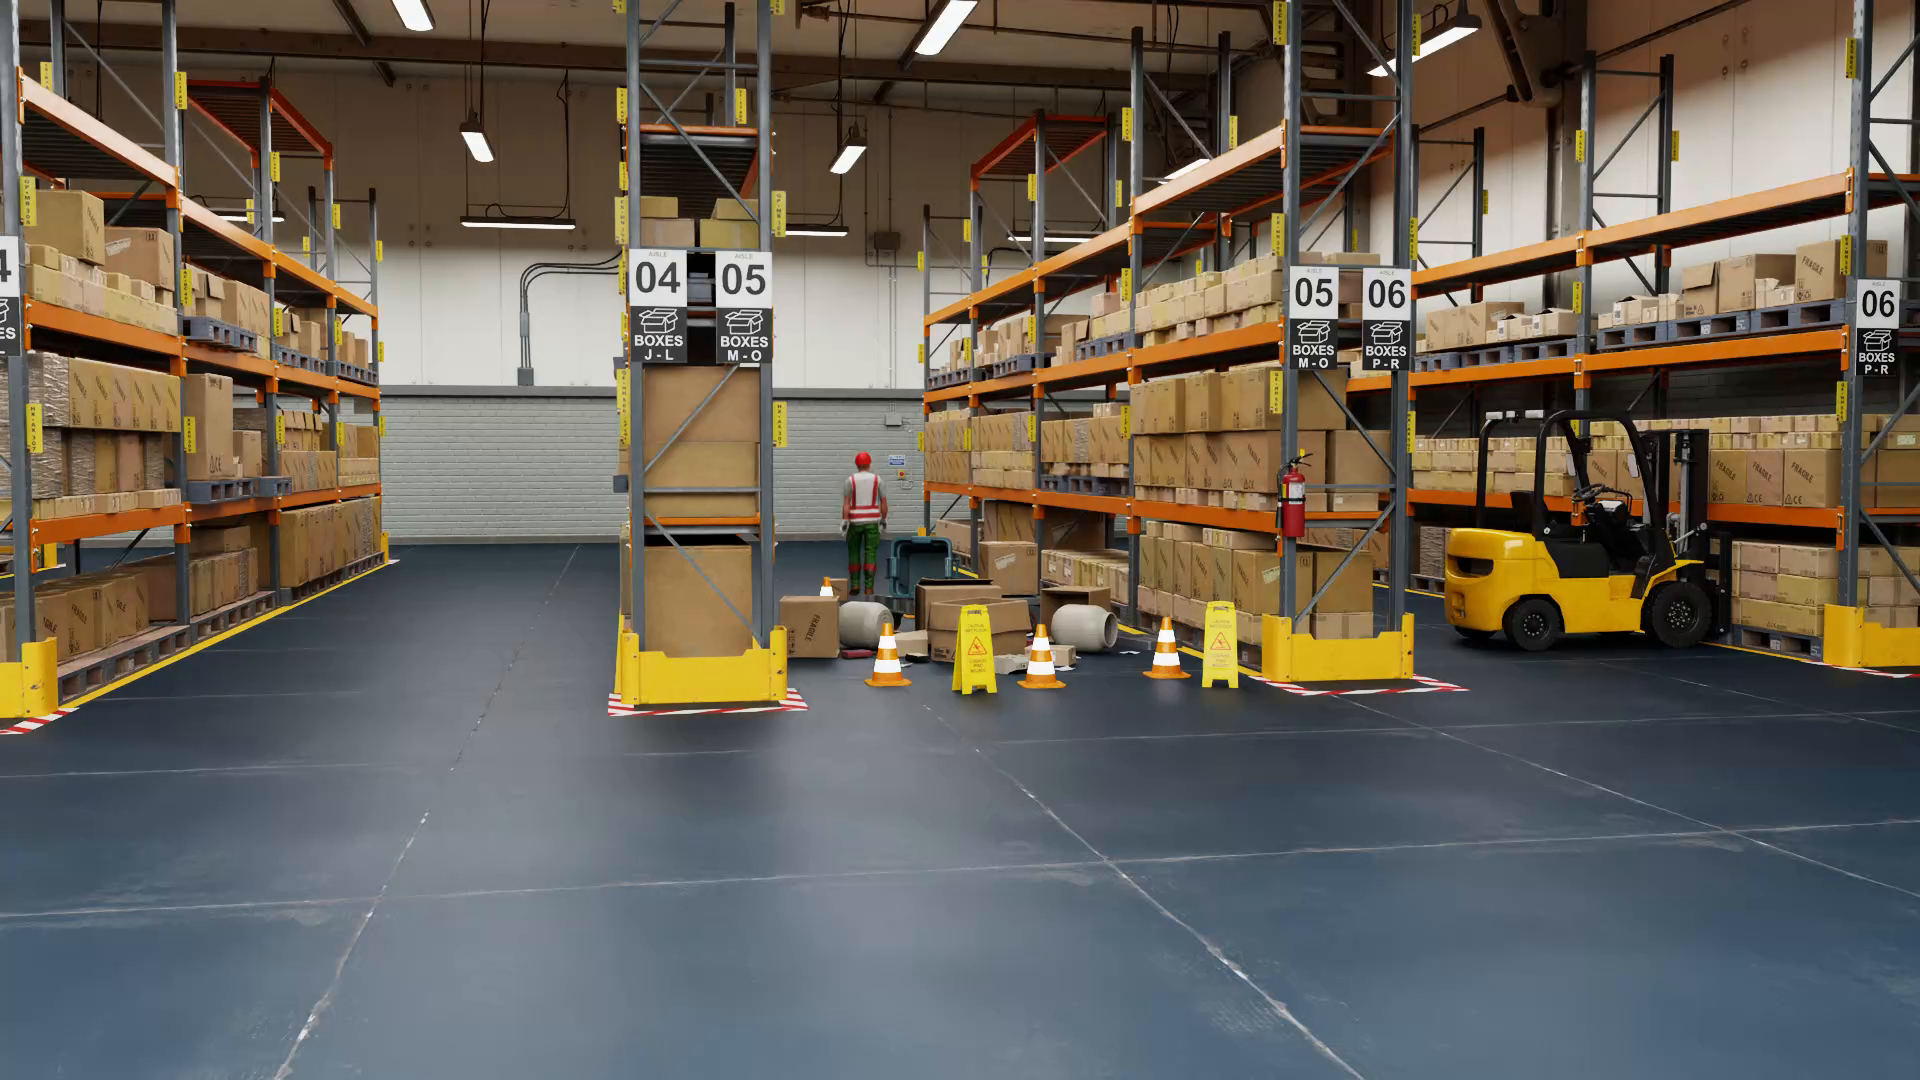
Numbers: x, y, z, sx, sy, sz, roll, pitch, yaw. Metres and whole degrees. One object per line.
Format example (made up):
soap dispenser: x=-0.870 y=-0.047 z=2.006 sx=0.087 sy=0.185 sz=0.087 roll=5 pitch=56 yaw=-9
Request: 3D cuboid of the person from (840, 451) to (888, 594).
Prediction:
person: x=-1.194 y=-0.198 z=20.721 sx=0.593 sy=1.813 sz=0.799 roll=0 pitch=3 yaw=-2
